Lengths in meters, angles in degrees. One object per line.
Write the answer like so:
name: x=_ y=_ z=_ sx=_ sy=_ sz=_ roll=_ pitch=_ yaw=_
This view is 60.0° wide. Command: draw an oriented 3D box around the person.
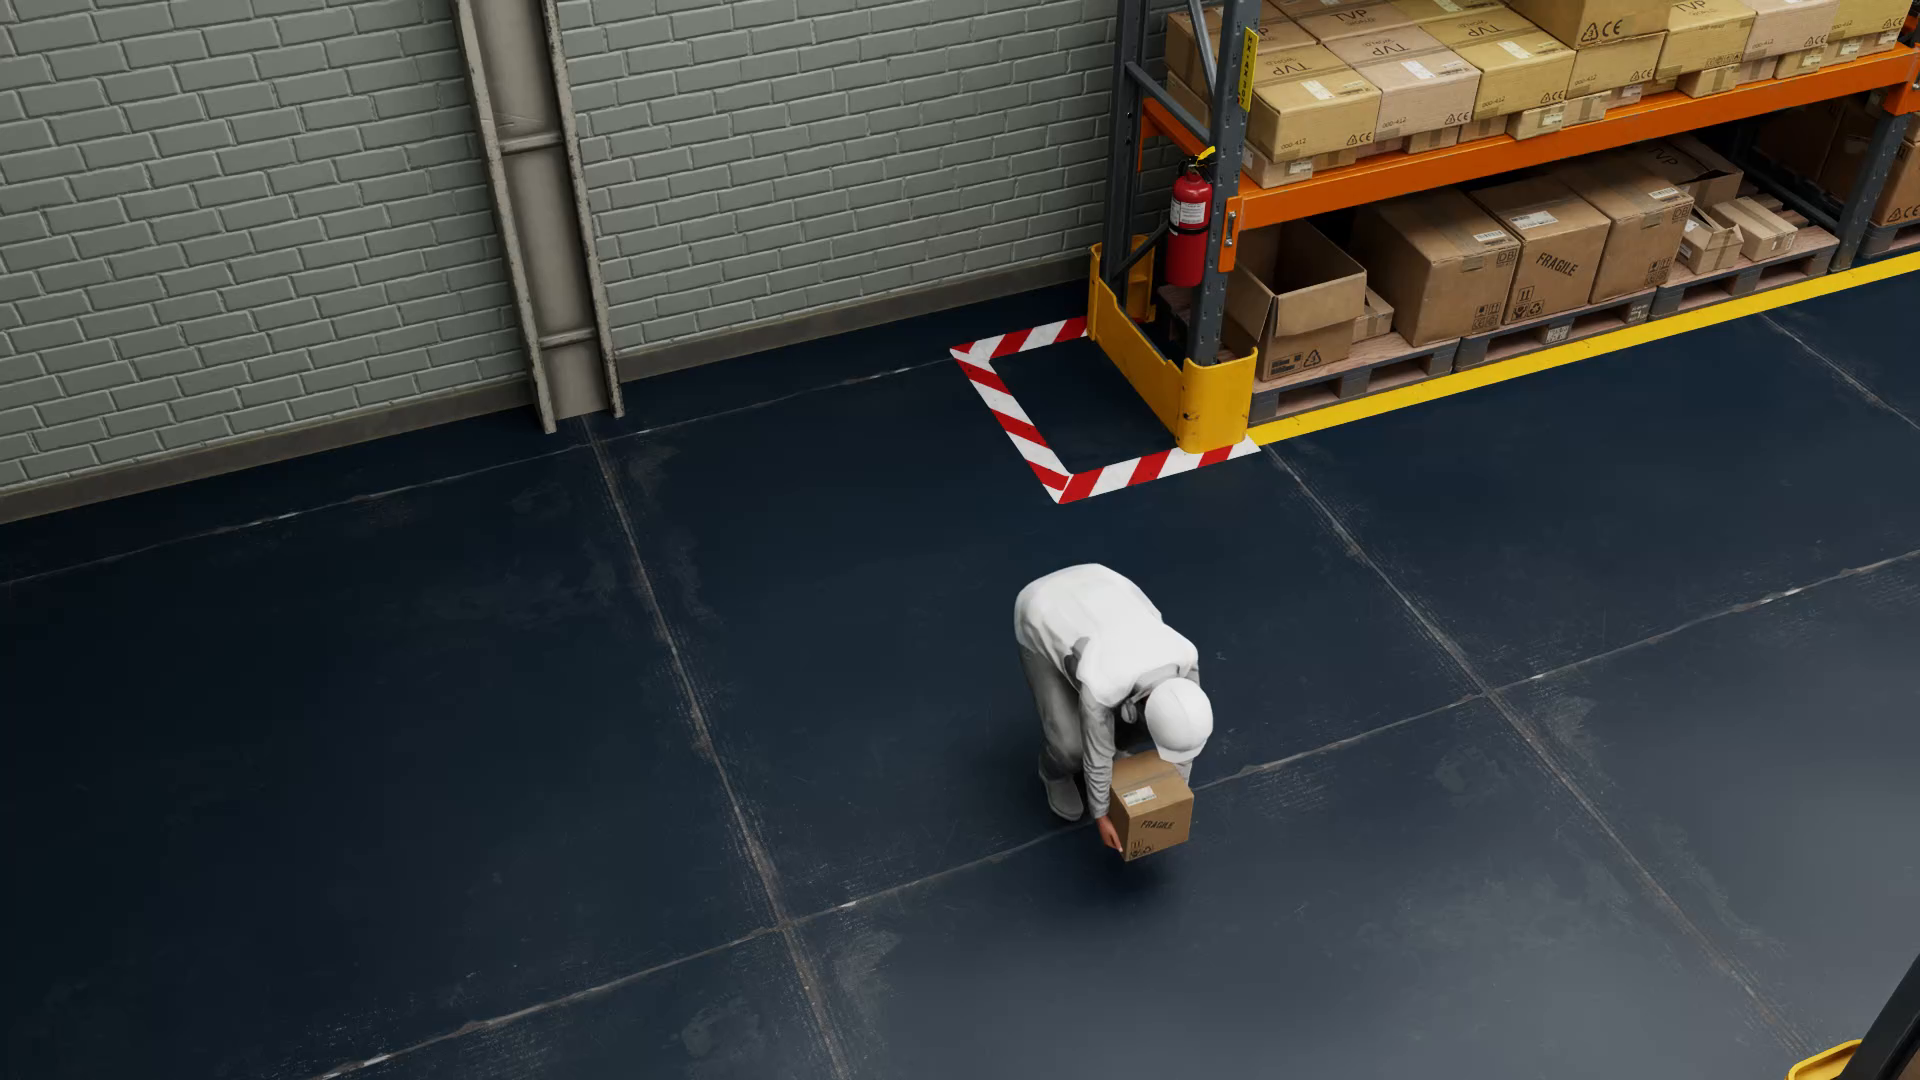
person: x=0.562 y=0.644 z=5.985 sx=0.508 sy=1.012 sz=0.997 roll=-17 pitch=44 yaw=-19
